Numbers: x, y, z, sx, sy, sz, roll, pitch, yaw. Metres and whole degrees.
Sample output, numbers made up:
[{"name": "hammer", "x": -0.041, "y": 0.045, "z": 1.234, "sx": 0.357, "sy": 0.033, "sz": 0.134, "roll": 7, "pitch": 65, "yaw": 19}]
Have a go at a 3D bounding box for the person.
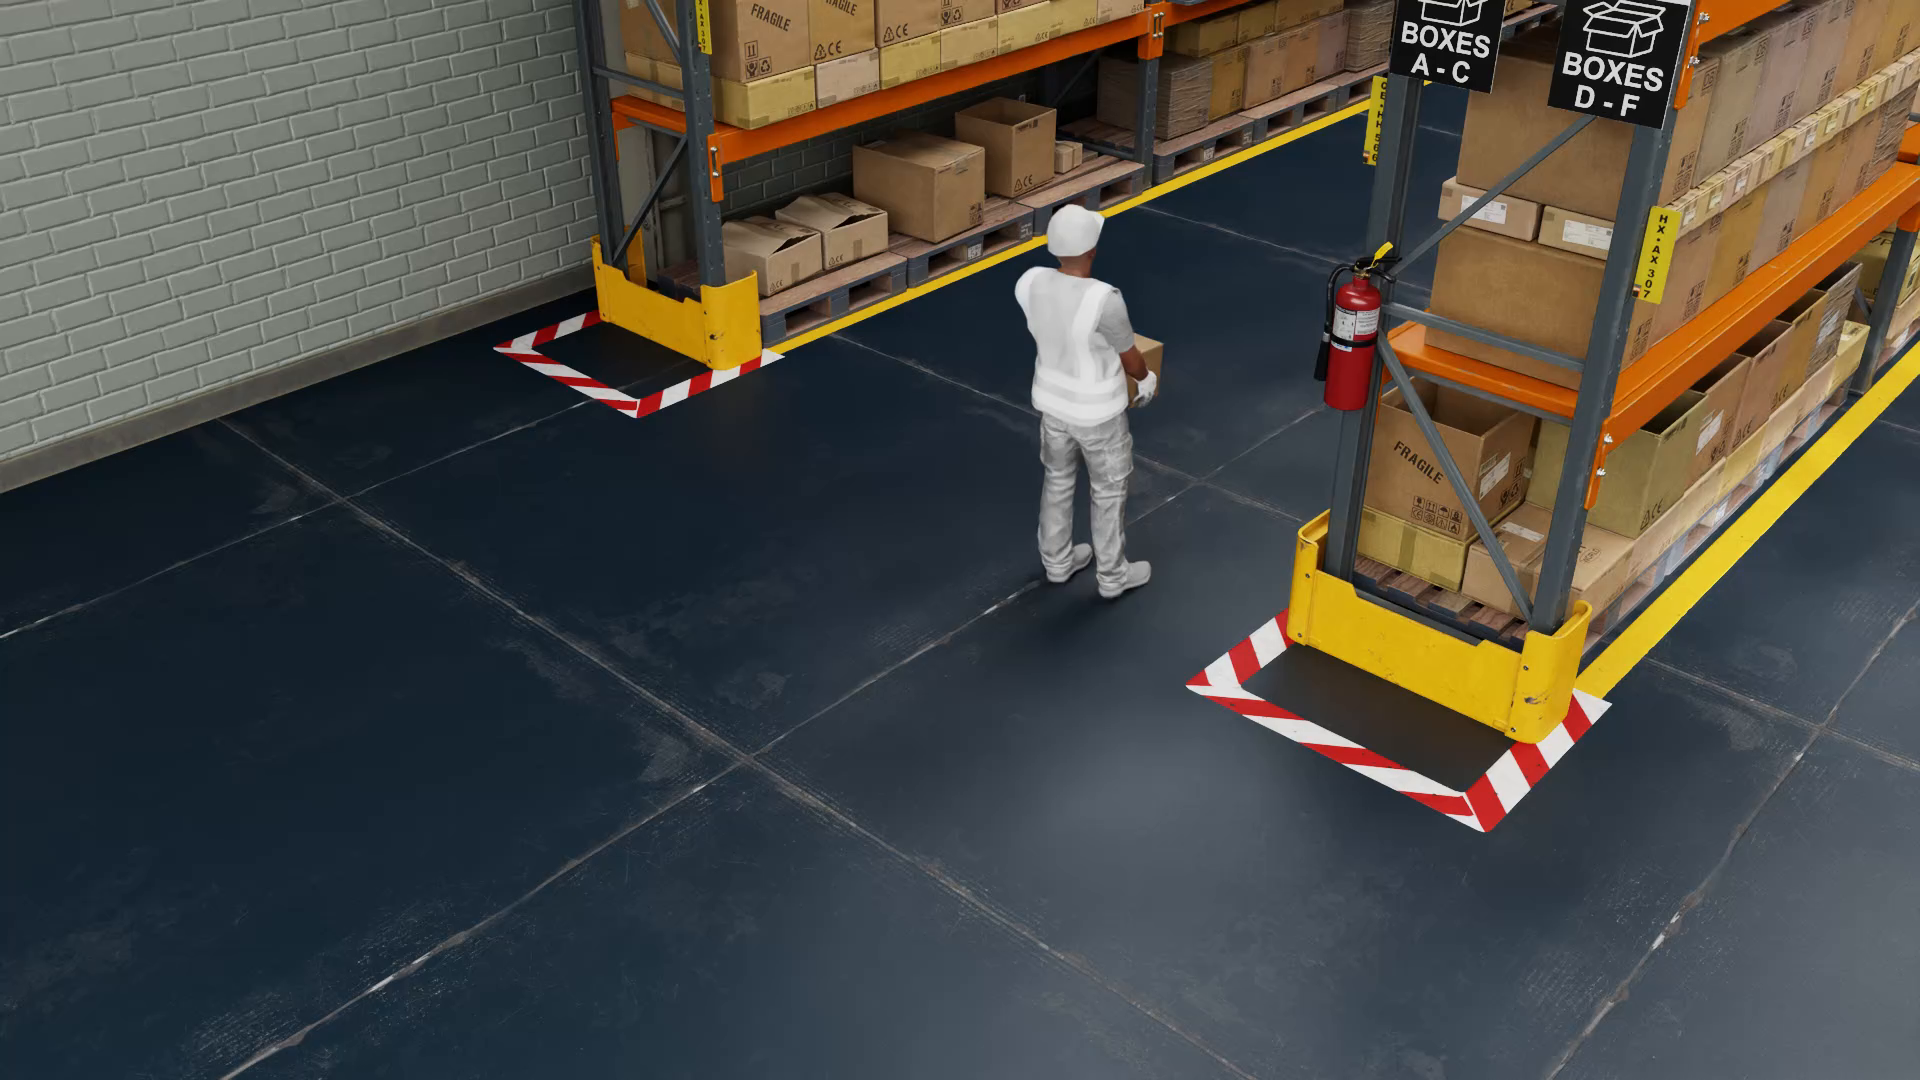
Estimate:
[{"name": "person", "x": 0.562, "y": -0.604, "z": 7.114, "sx": 0.531, "sy": 1.788, "sz": 0.550, "roll": 25, "pitch": 39, "yaw": 35}]
